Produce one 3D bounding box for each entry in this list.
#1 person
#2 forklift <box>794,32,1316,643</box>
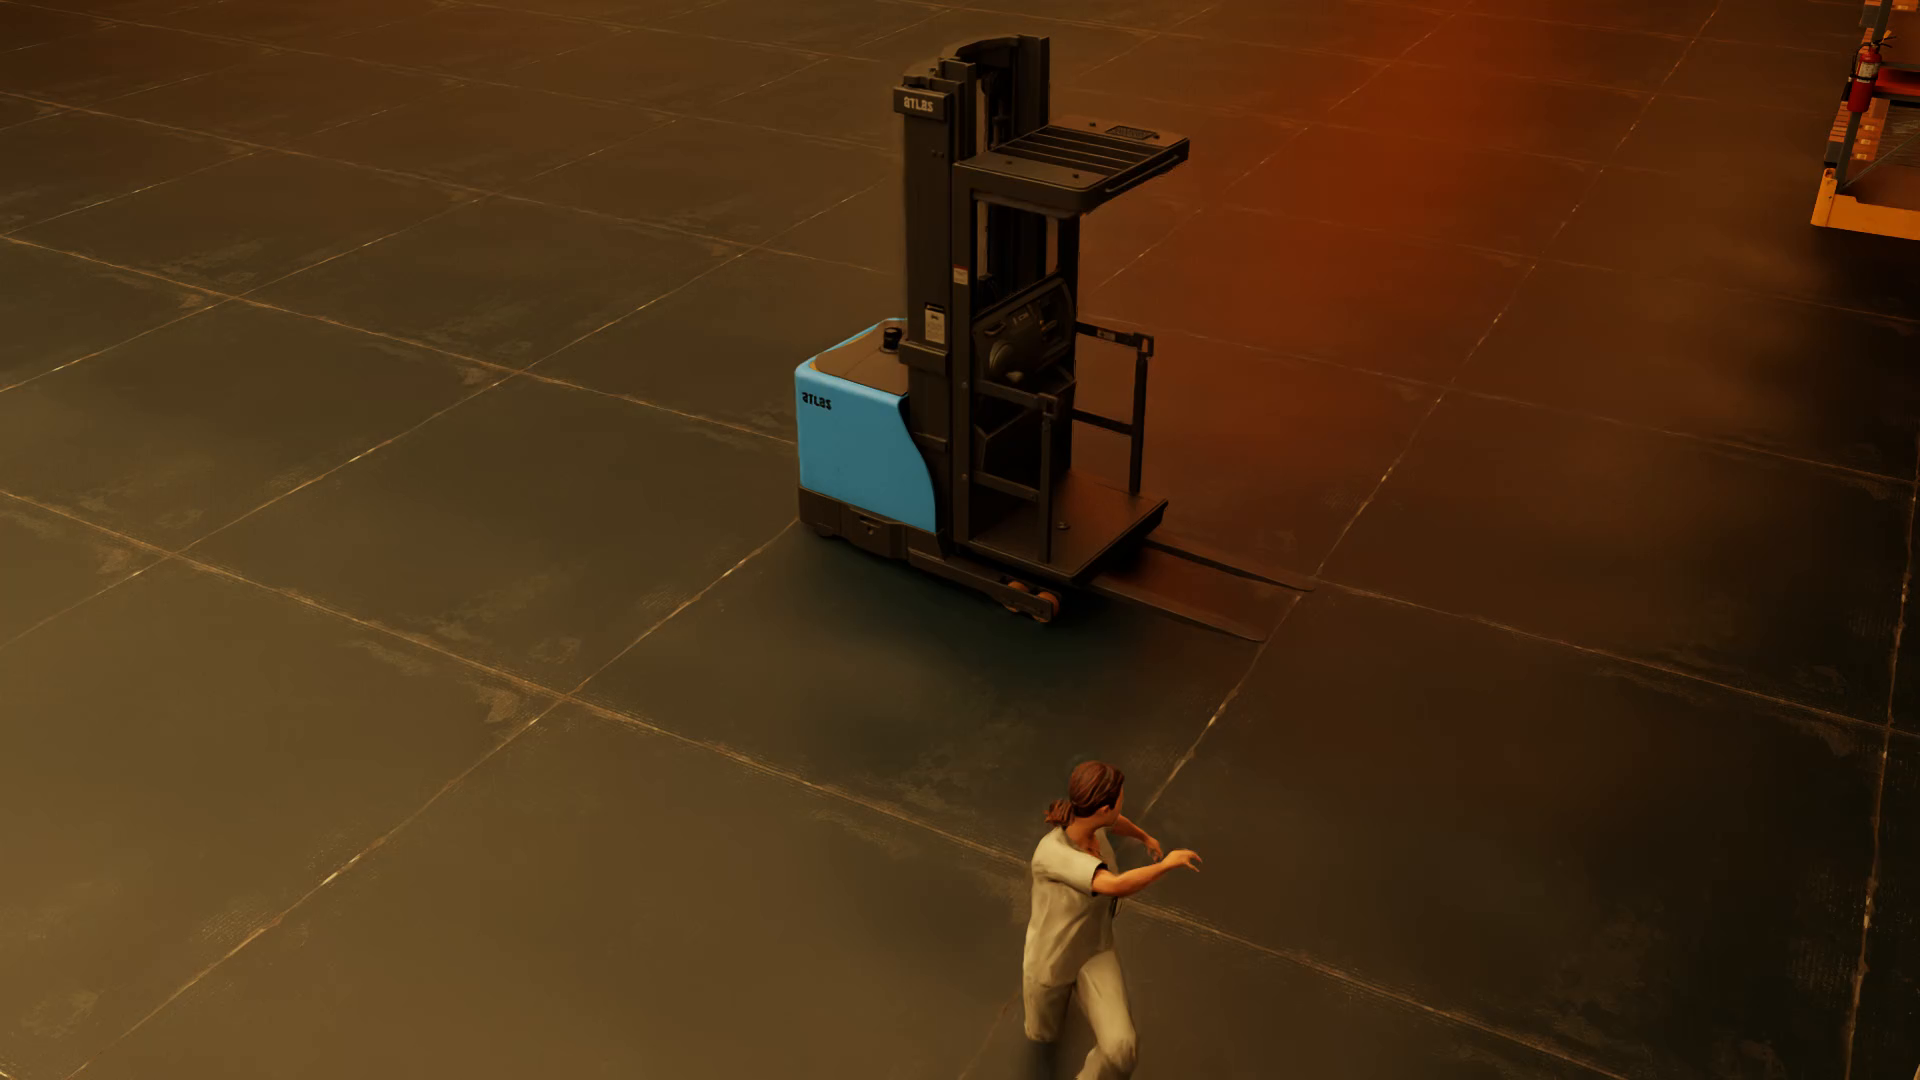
[{"bbox_3d":[0.571,1.425,6.158,0.749,1.406,0.969,-12,32,-20],"label":"person"},{"bbox_3d":[0.523,-1.115,9.003,3.031,2.935,1.130,19,35,30],"label":"forklift"}]
